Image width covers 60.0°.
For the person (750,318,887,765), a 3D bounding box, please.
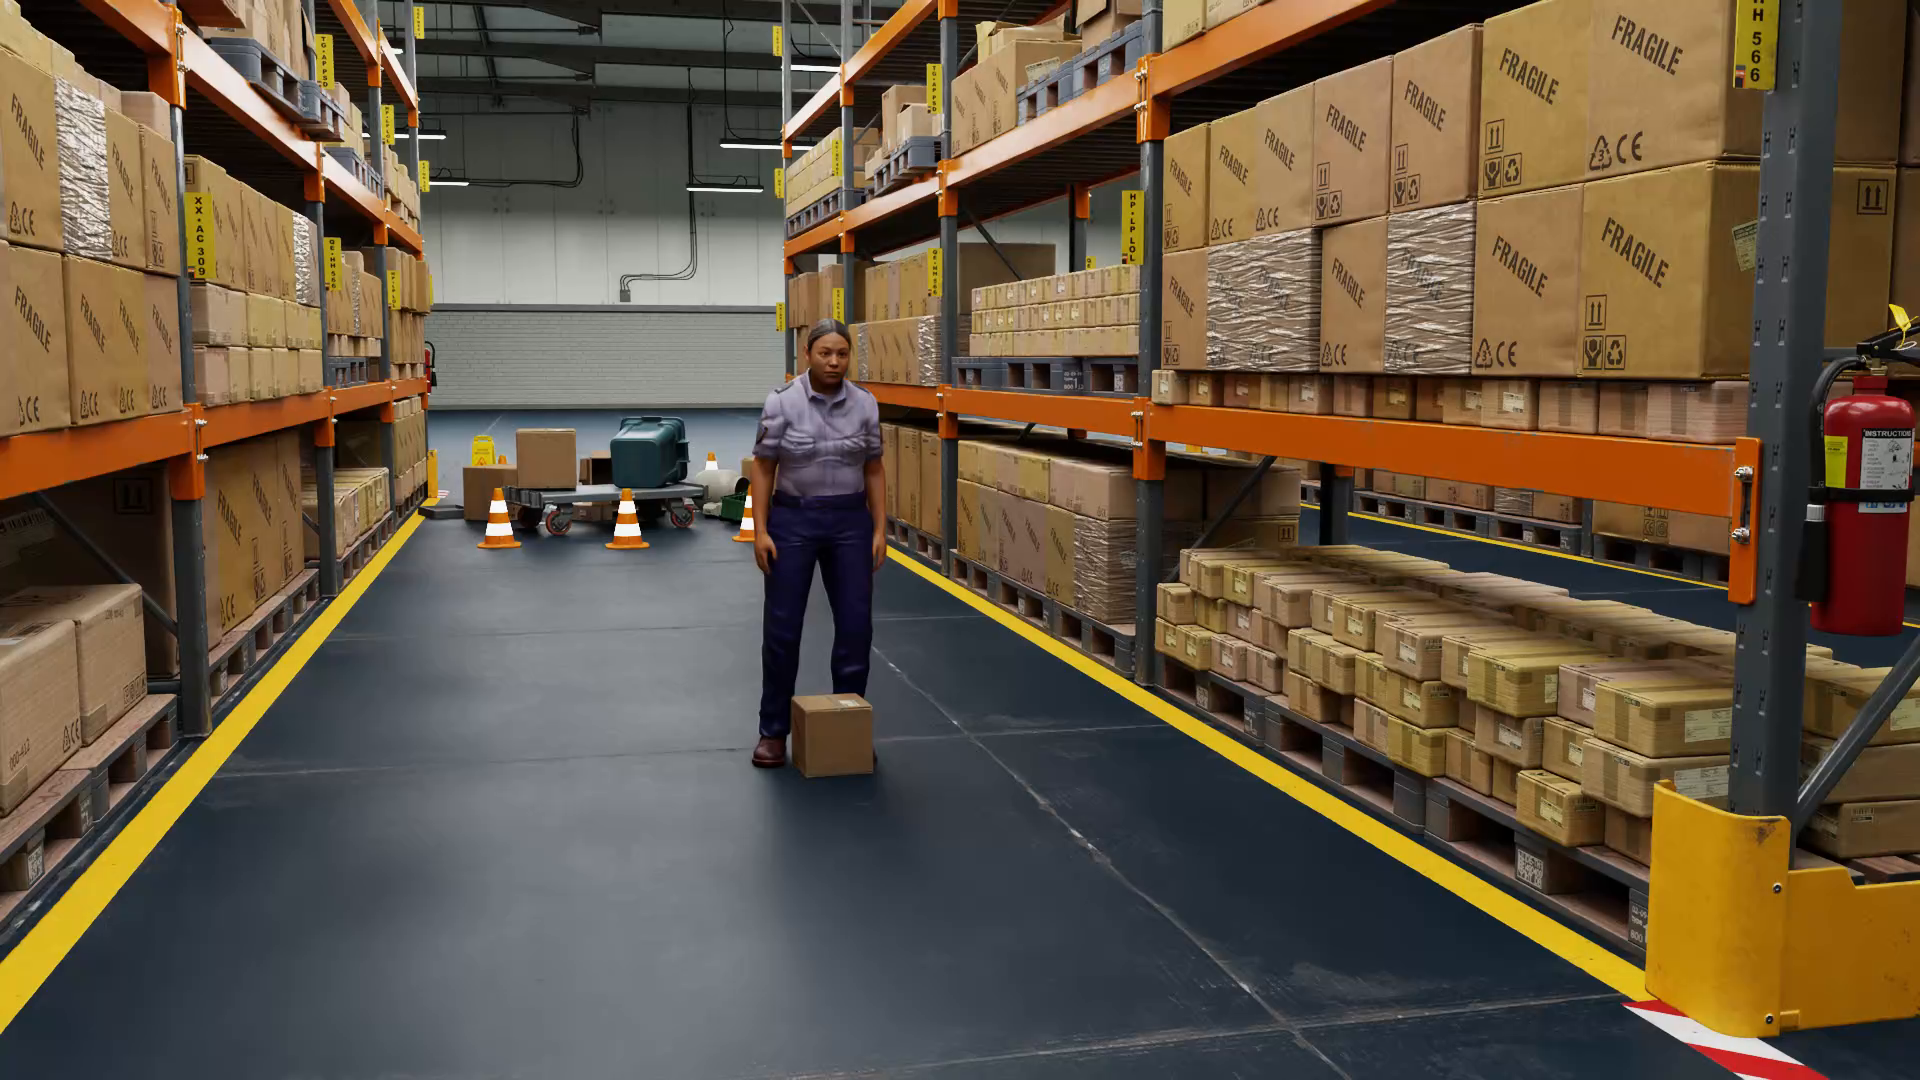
[{"bbox_3d":[-0.528,0.006,6.238,0.551,1.636,0.425,-2,7,-16],"label":"person"}]
